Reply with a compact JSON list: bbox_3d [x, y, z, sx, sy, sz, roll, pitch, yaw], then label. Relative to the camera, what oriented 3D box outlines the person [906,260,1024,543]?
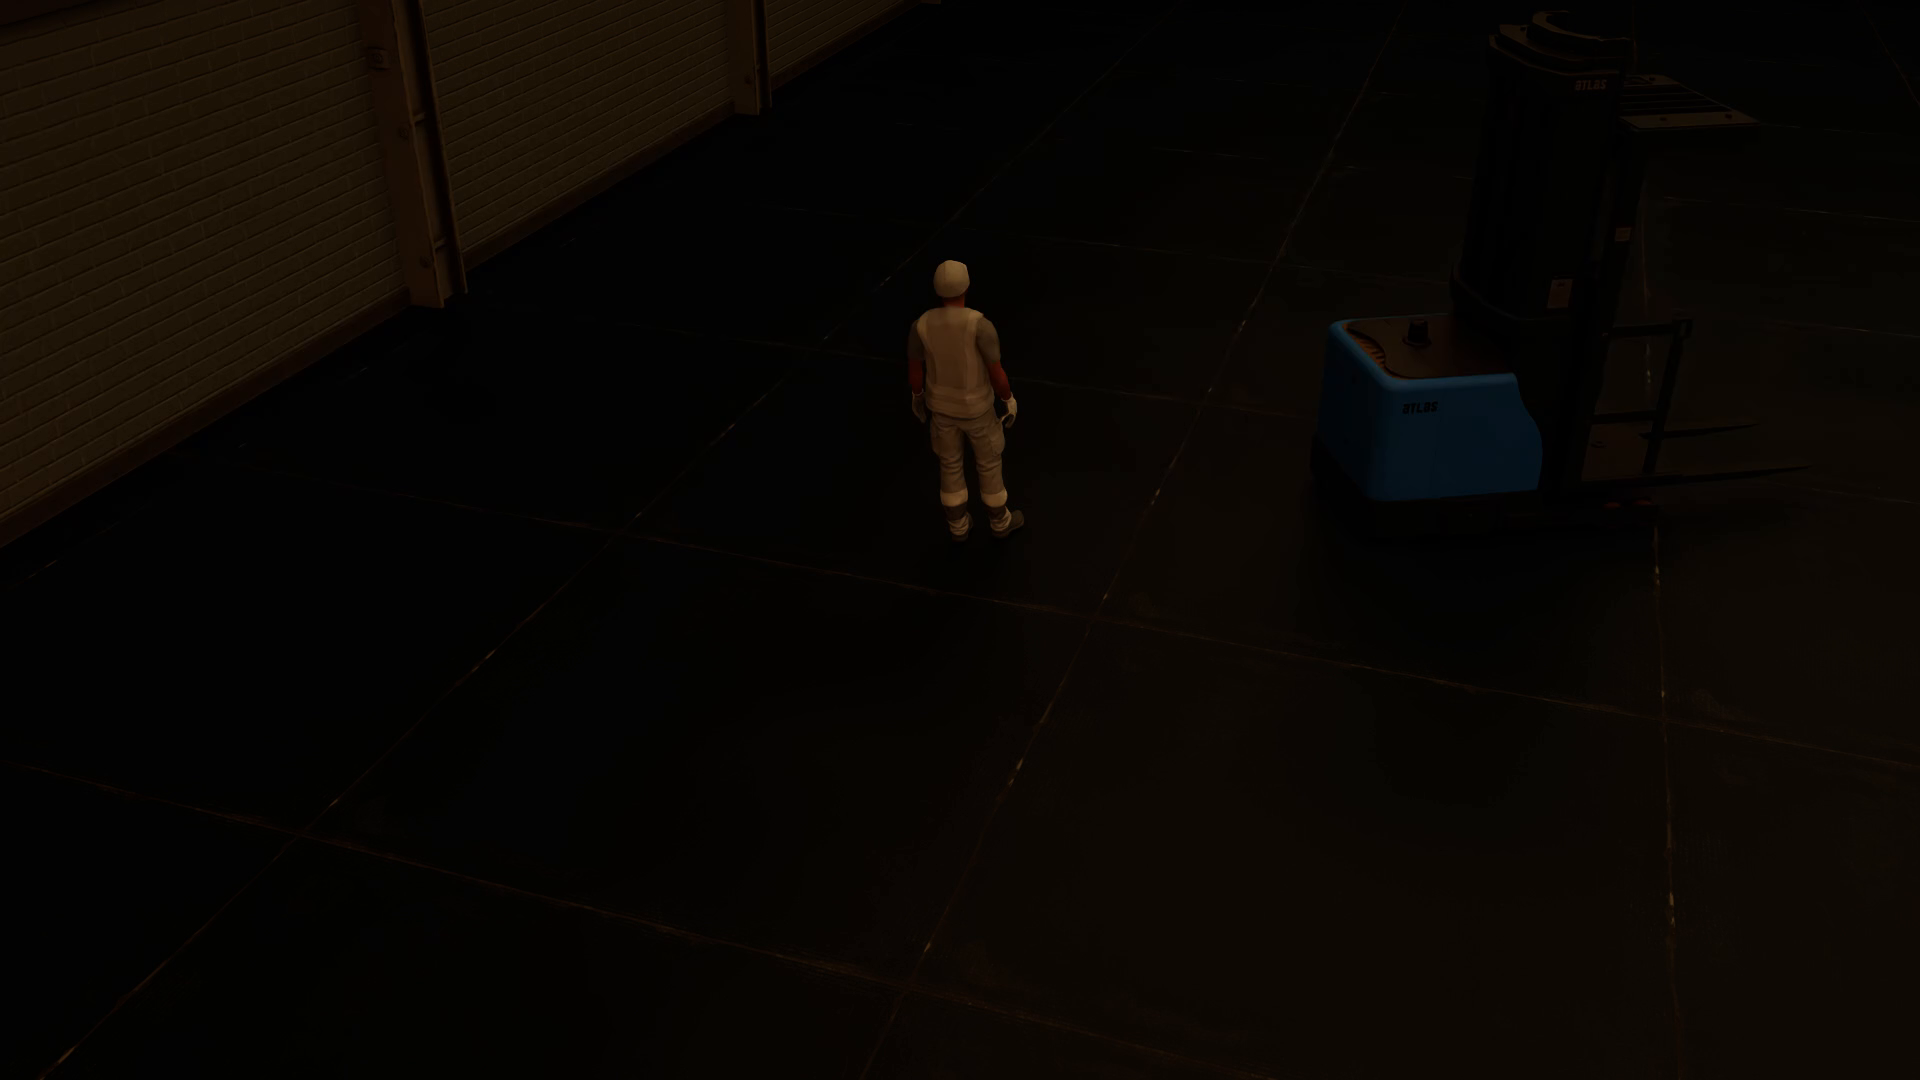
[{"bbox_3d":[0.038,-0.819,9.711,0.637,1.787,0.564,10,31,16],"label":"person"}]

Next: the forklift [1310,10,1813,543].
[{"bbox_3d":[3.833,-1.592,9.929,3.031,2.935,1.130,-5,30,-8],"label":"forklift"}]
